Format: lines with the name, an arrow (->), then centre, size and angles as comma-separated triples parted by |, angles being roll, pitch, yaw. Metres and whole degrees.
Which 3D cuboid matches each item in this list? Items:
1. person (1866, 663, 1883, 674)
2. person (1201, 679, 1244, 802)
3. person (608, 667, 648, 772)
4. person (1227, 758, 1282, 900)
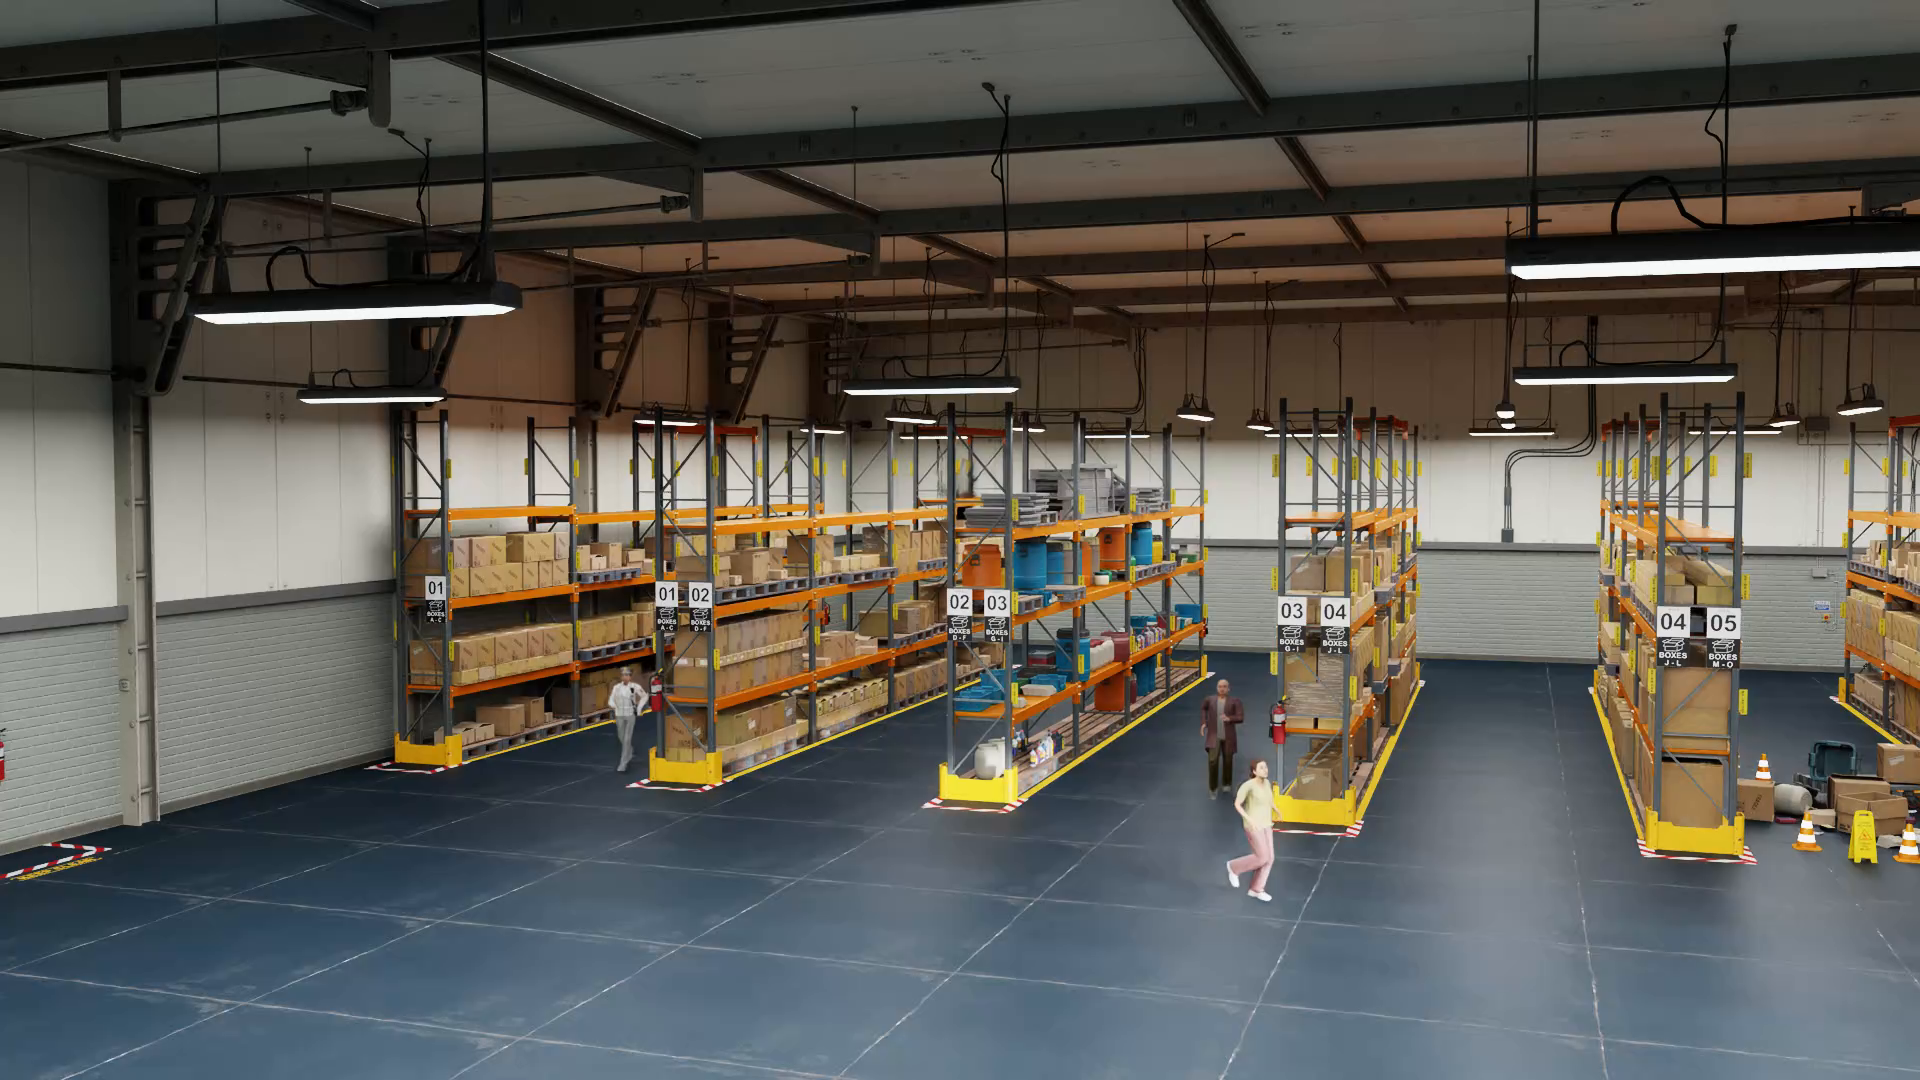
person -> 20.168, 2.621, 36.660 | 0.924, 1.523, 0.584 | 2, 3, 44
person -> 3.970, 3.079, 25.239 | 0.669, 1.759, 0.835 | 0, 2, 11
person -> -5.557, 2.949, 27.722 | 0.622, 1.690, 0.927 | 0, 2, 5
person -> 3.461, 3.358, 19.463 | 0.575, 1.639, 0.592 | -2, 3, -39
